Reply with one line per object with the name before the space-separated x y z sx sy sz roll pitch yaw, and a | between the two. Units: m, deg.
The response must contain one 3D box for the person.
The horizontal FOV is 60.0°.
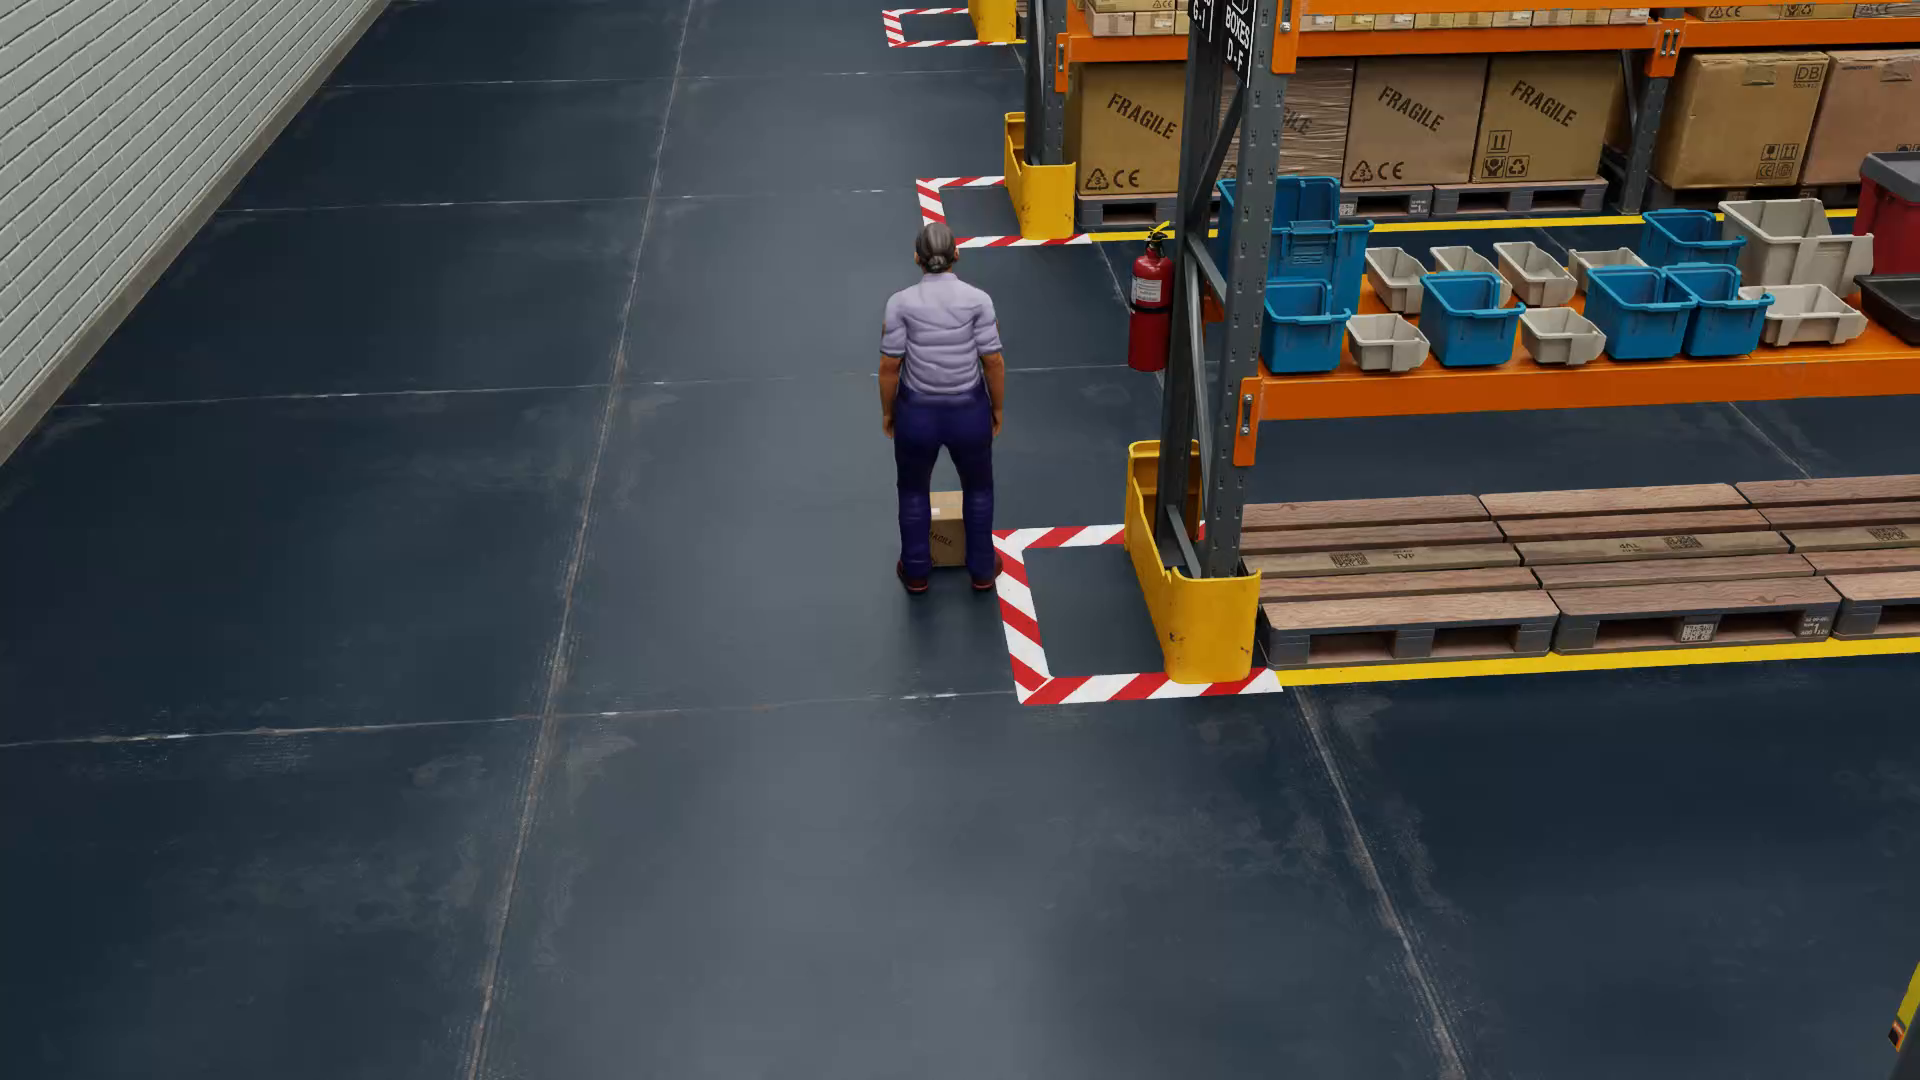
person | -0.069 -0.523 7.002 0.537 1.651 0.373 -1 31 -2
